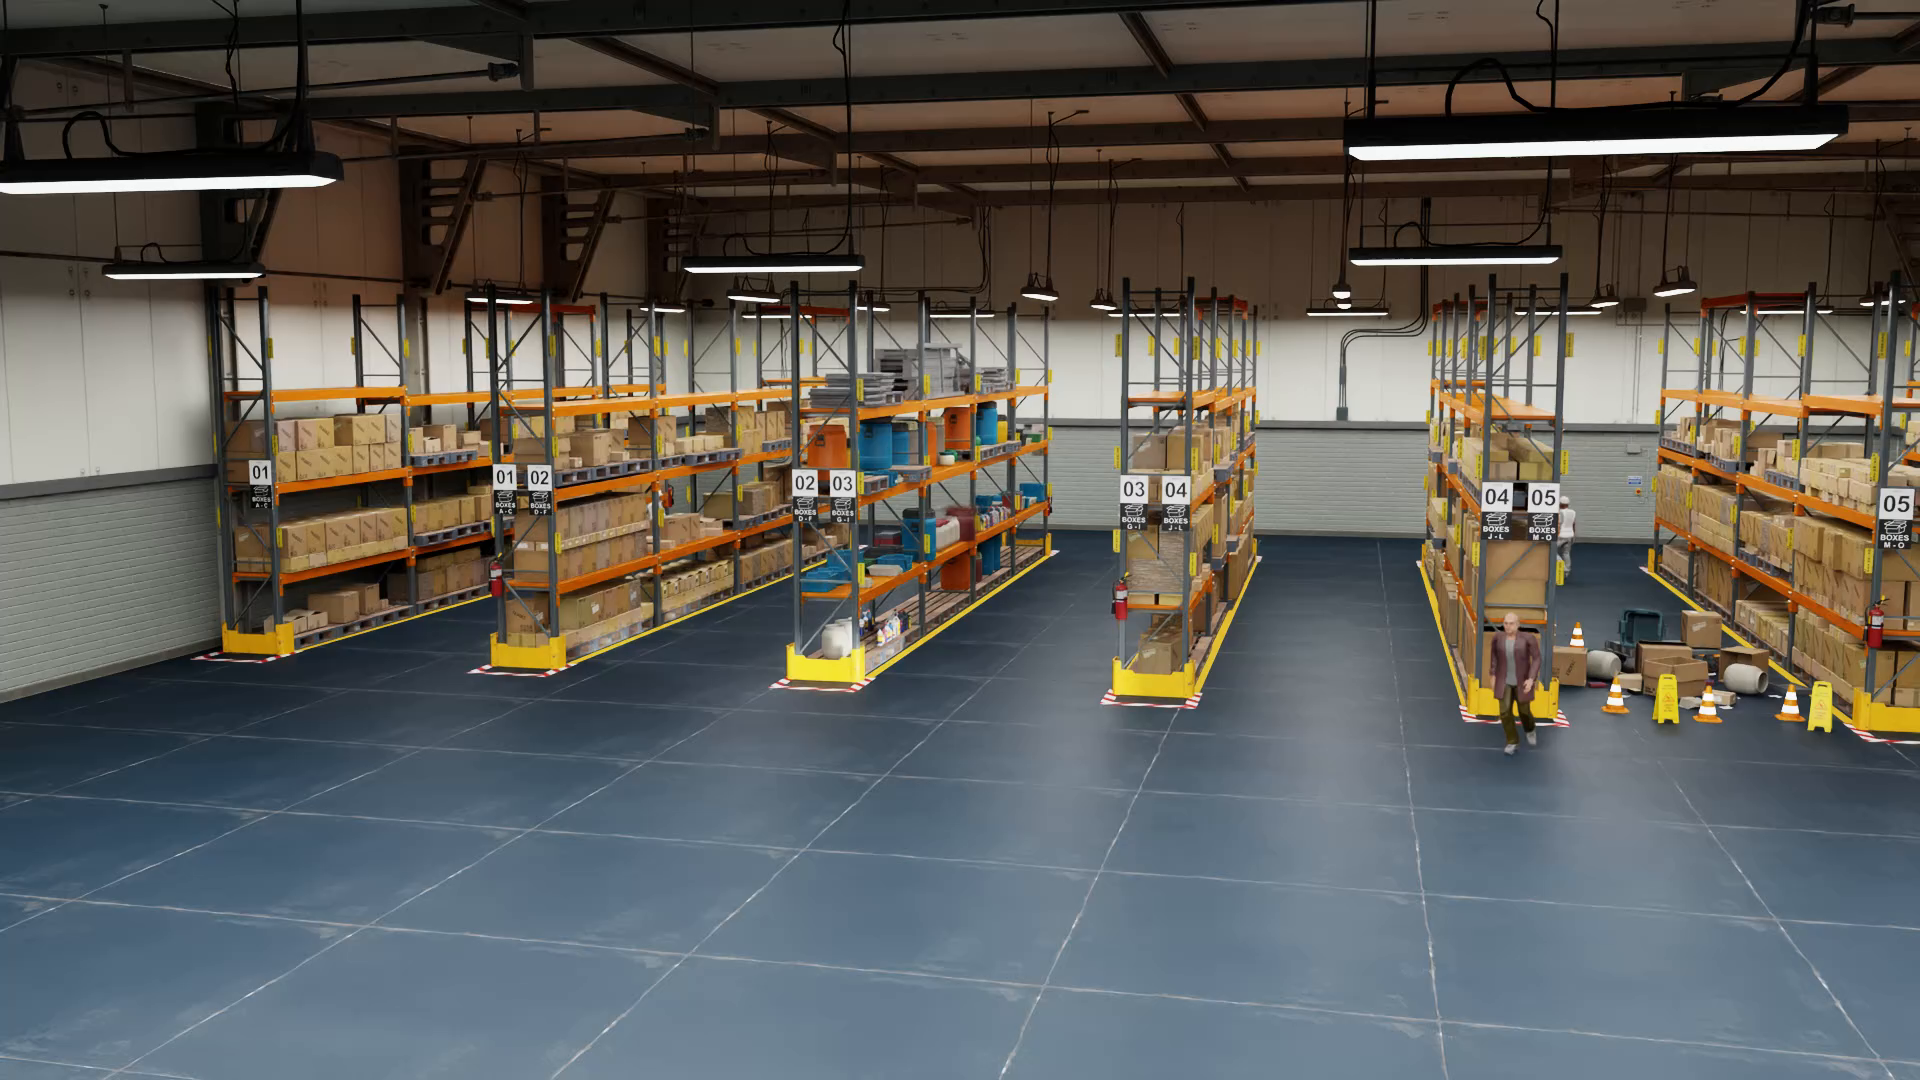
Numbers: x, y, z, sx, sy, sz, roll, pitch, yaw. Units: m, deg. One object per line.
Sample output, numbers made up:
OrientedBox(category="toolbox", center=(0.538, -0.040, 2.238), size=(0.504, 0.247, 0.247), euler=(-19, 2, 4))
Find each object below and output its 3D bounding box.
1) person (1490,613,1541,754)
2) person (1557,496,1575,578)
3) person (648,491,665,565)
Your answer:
OrientedBox(category="person", center=(6.961, 1.755, 20.806), size=(0.641, 1.757, 0.751), euler=(4, 8, 32))
OrientedBox(category="person", center=(13.227, -0.058, 36.366), size=(0.609, 1.785, 0.467), euler=(-4, 8, -30))
OrientedBox(category="person", center=(-7.028, -0.284, 38.396), size=(0.490, 1.774, 0.567), euler=(-5, 9, -39))
